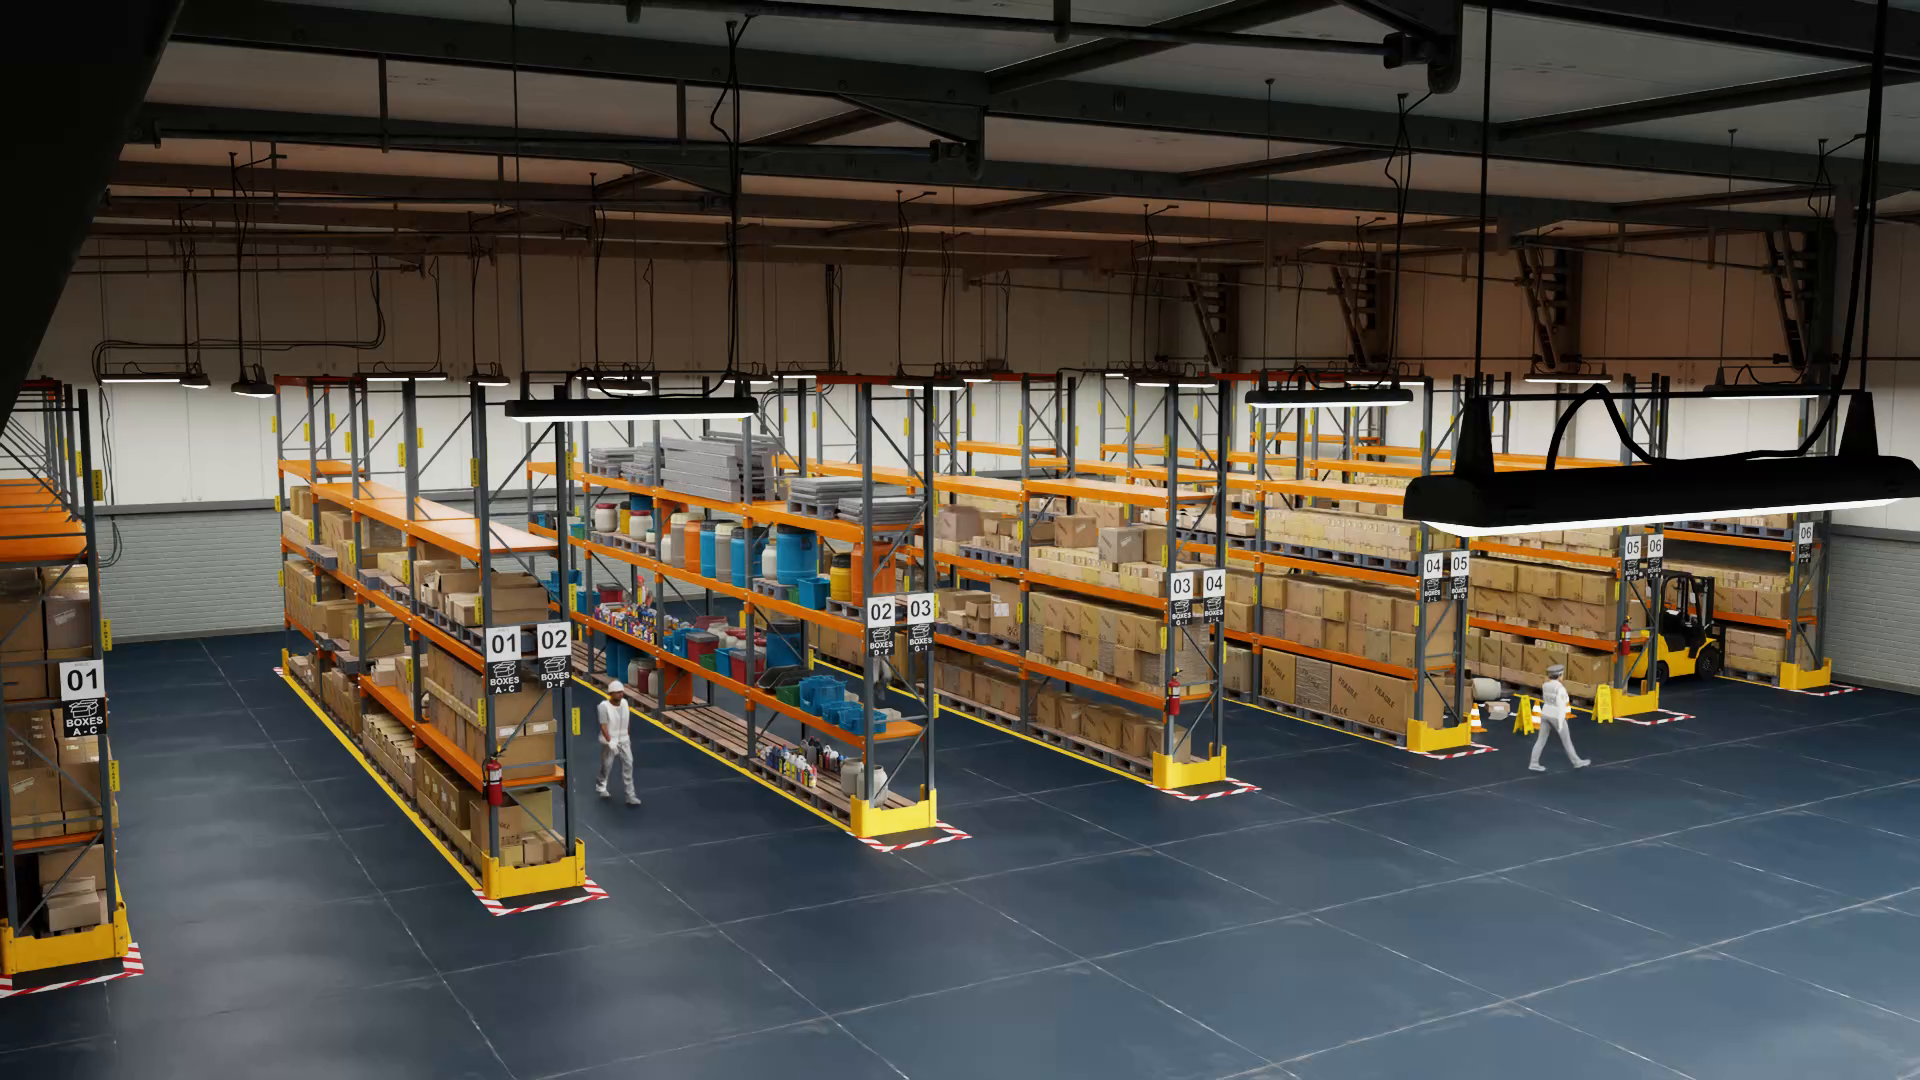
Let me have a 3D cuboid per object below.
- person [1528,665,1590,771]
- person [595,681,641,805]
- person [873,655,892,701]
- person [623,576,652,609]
[{"bbox_3d":[9.161,2.712,25.488,0.991,1.622,0.522,-4,7,-29],"label":"person"},{"bbox_3d":[-4.857,2.866,23.685,0.574,1.725,0.991,-6,9,-43],"label":"person"},{"bbox_3d":[-1.457,2.123,29.998,0.611,1.601,0.754,-2,7,-20],"label":"person"},{"bbox_3d":[-6.933,1.584,35.802,0.669,1.686,0.634,-2,7,-22],"label":"person"}]
